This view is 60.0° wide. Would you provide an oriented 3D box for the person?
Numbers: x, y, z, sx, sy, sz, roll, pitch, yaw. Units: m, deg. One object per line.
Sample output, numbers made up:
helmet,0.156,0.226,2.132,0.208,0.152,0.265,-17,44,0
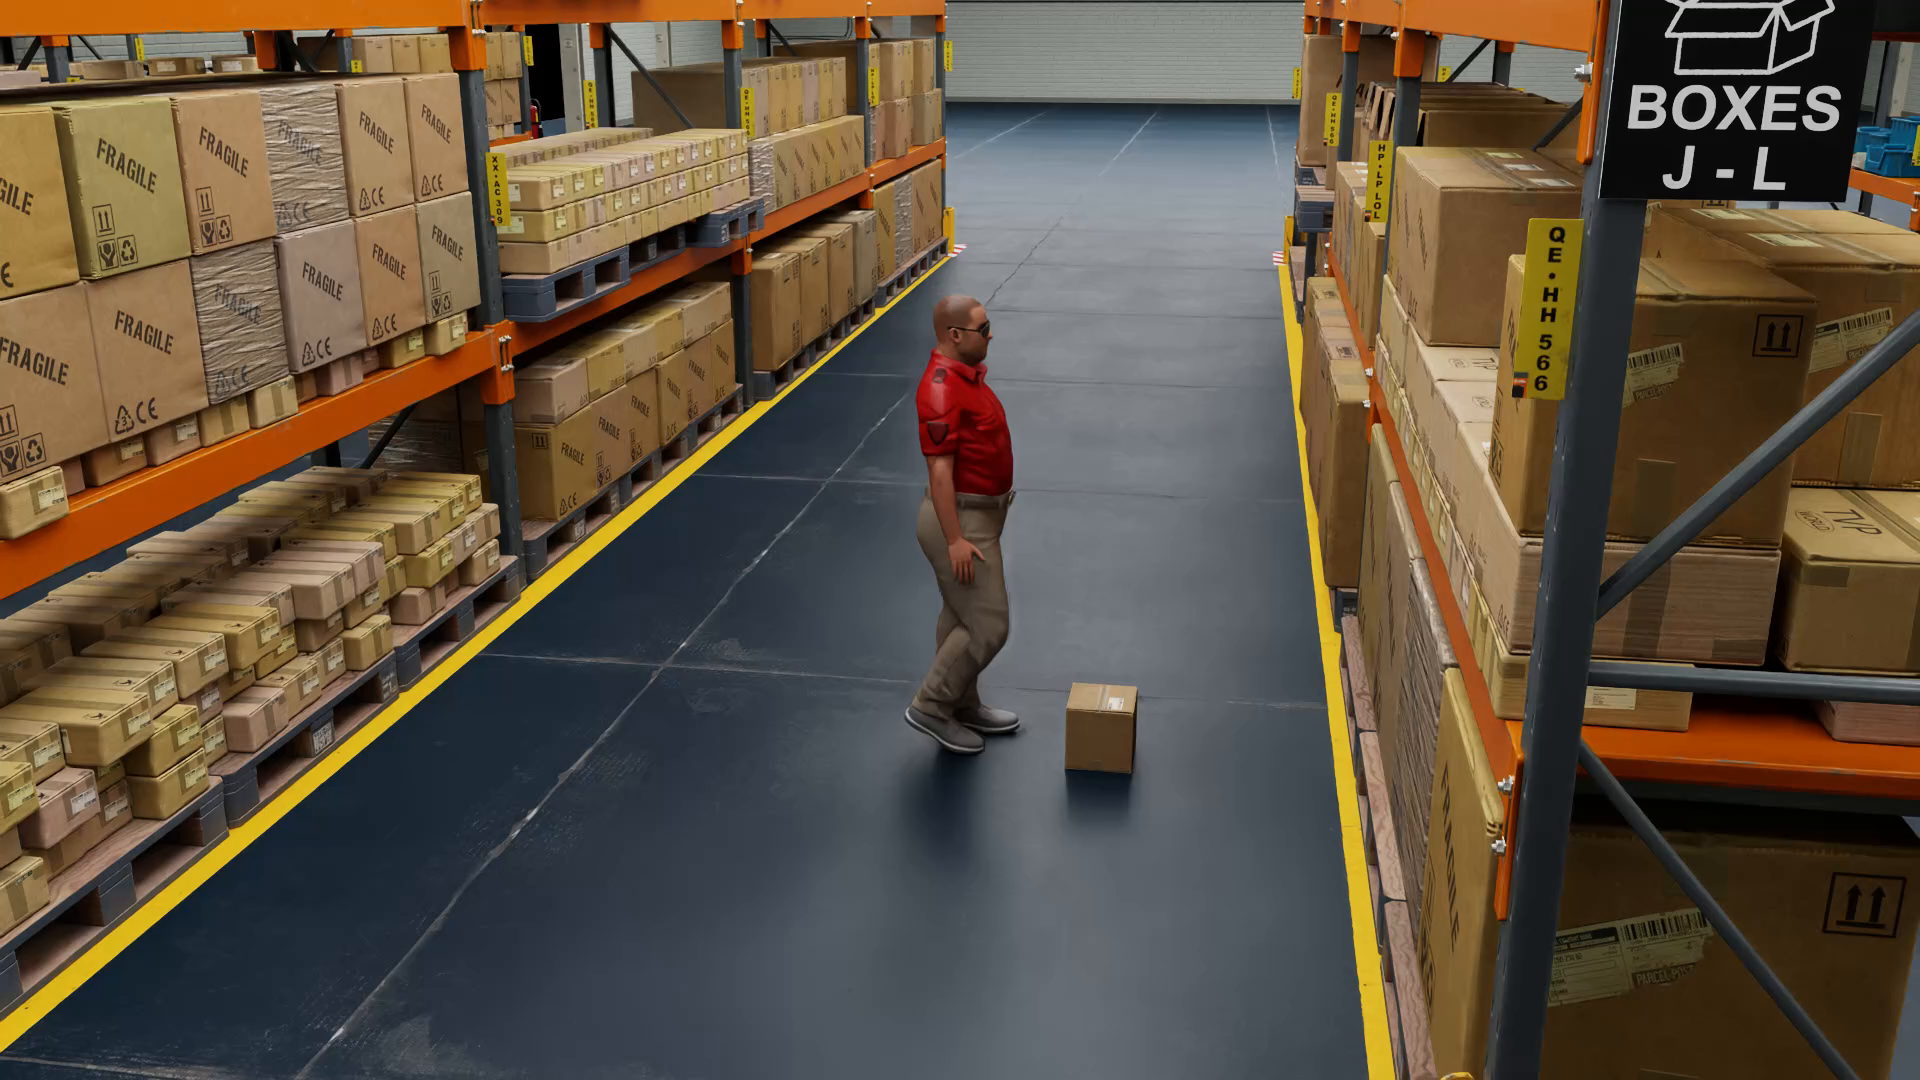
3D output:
person,0.010,-0.052,6.210,0.416,1.737,0.552,3,18,9
